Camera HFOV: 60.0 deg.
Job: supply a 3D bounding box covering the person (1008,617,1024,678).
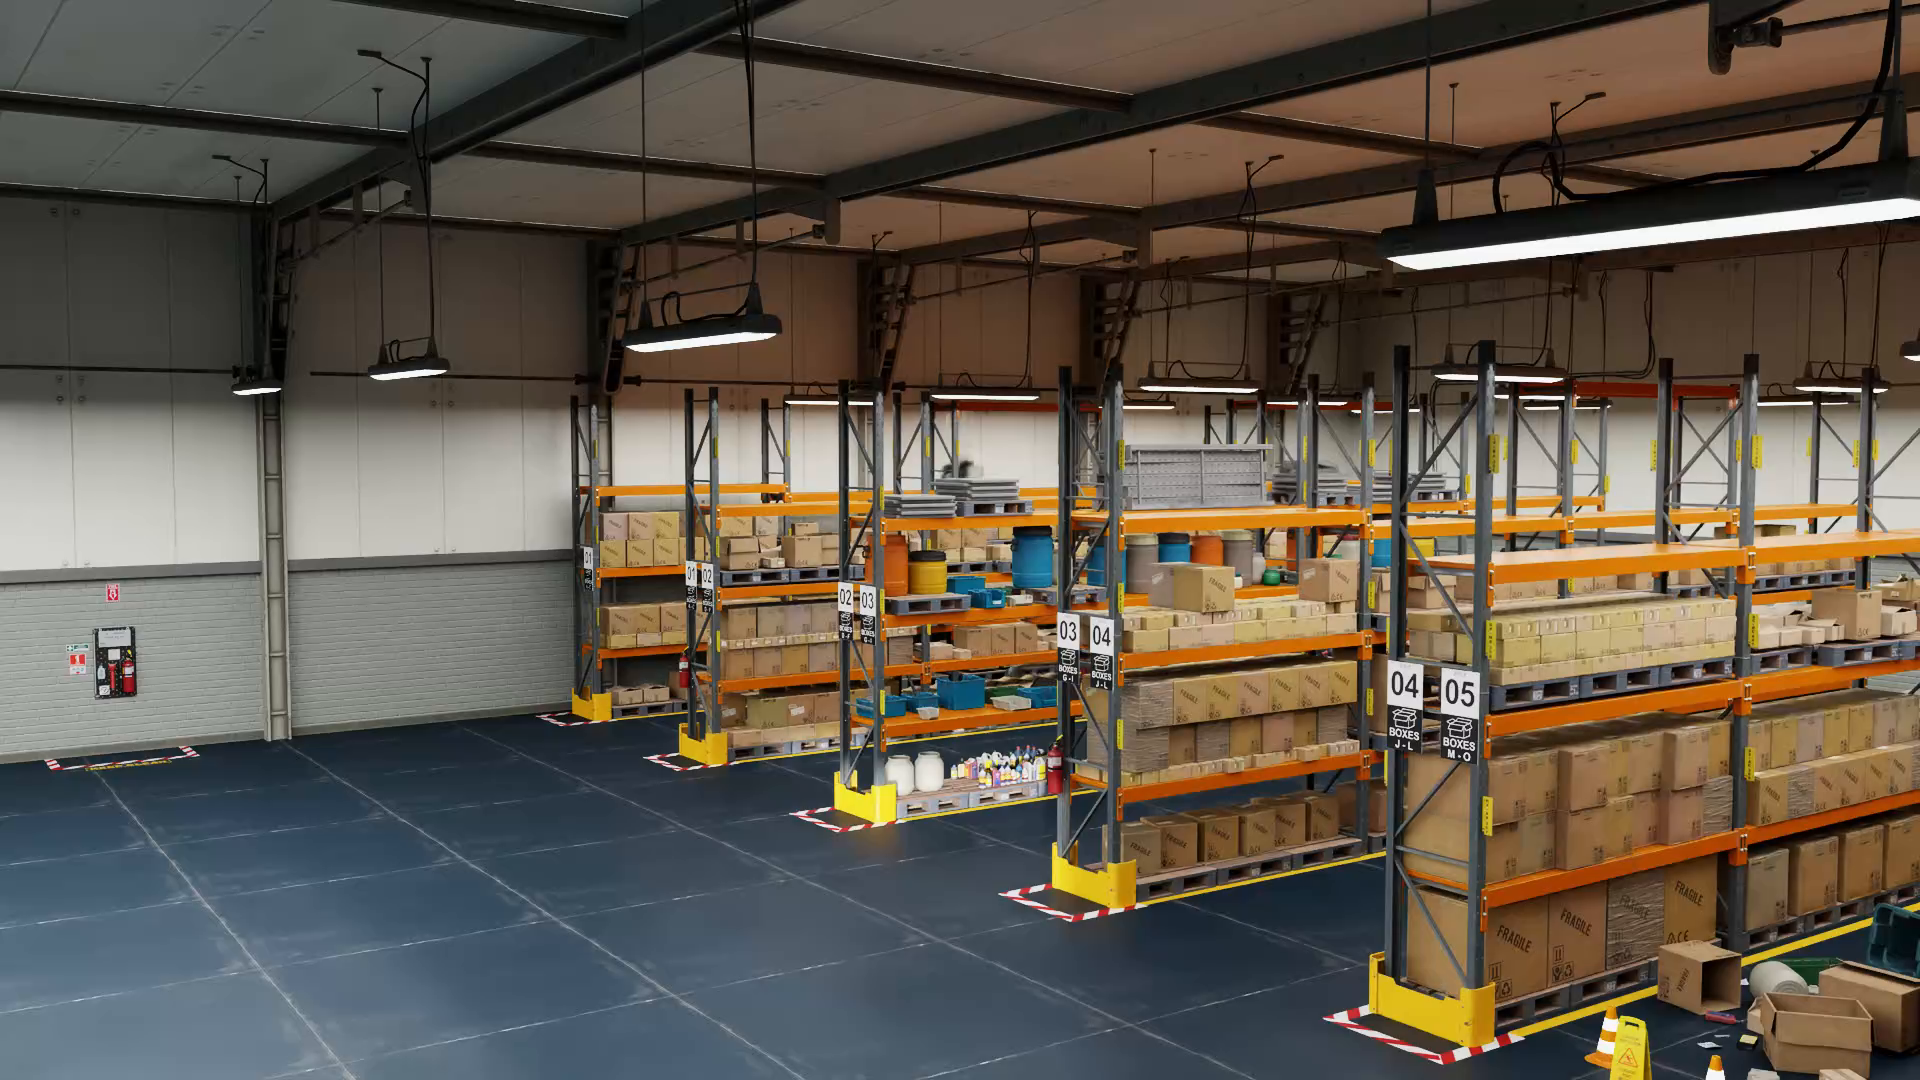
[{"bbox_3d":[1.171,2.277,32.958,0.681,1.561,0.569,-2,4,-36],"label":"person"}]
